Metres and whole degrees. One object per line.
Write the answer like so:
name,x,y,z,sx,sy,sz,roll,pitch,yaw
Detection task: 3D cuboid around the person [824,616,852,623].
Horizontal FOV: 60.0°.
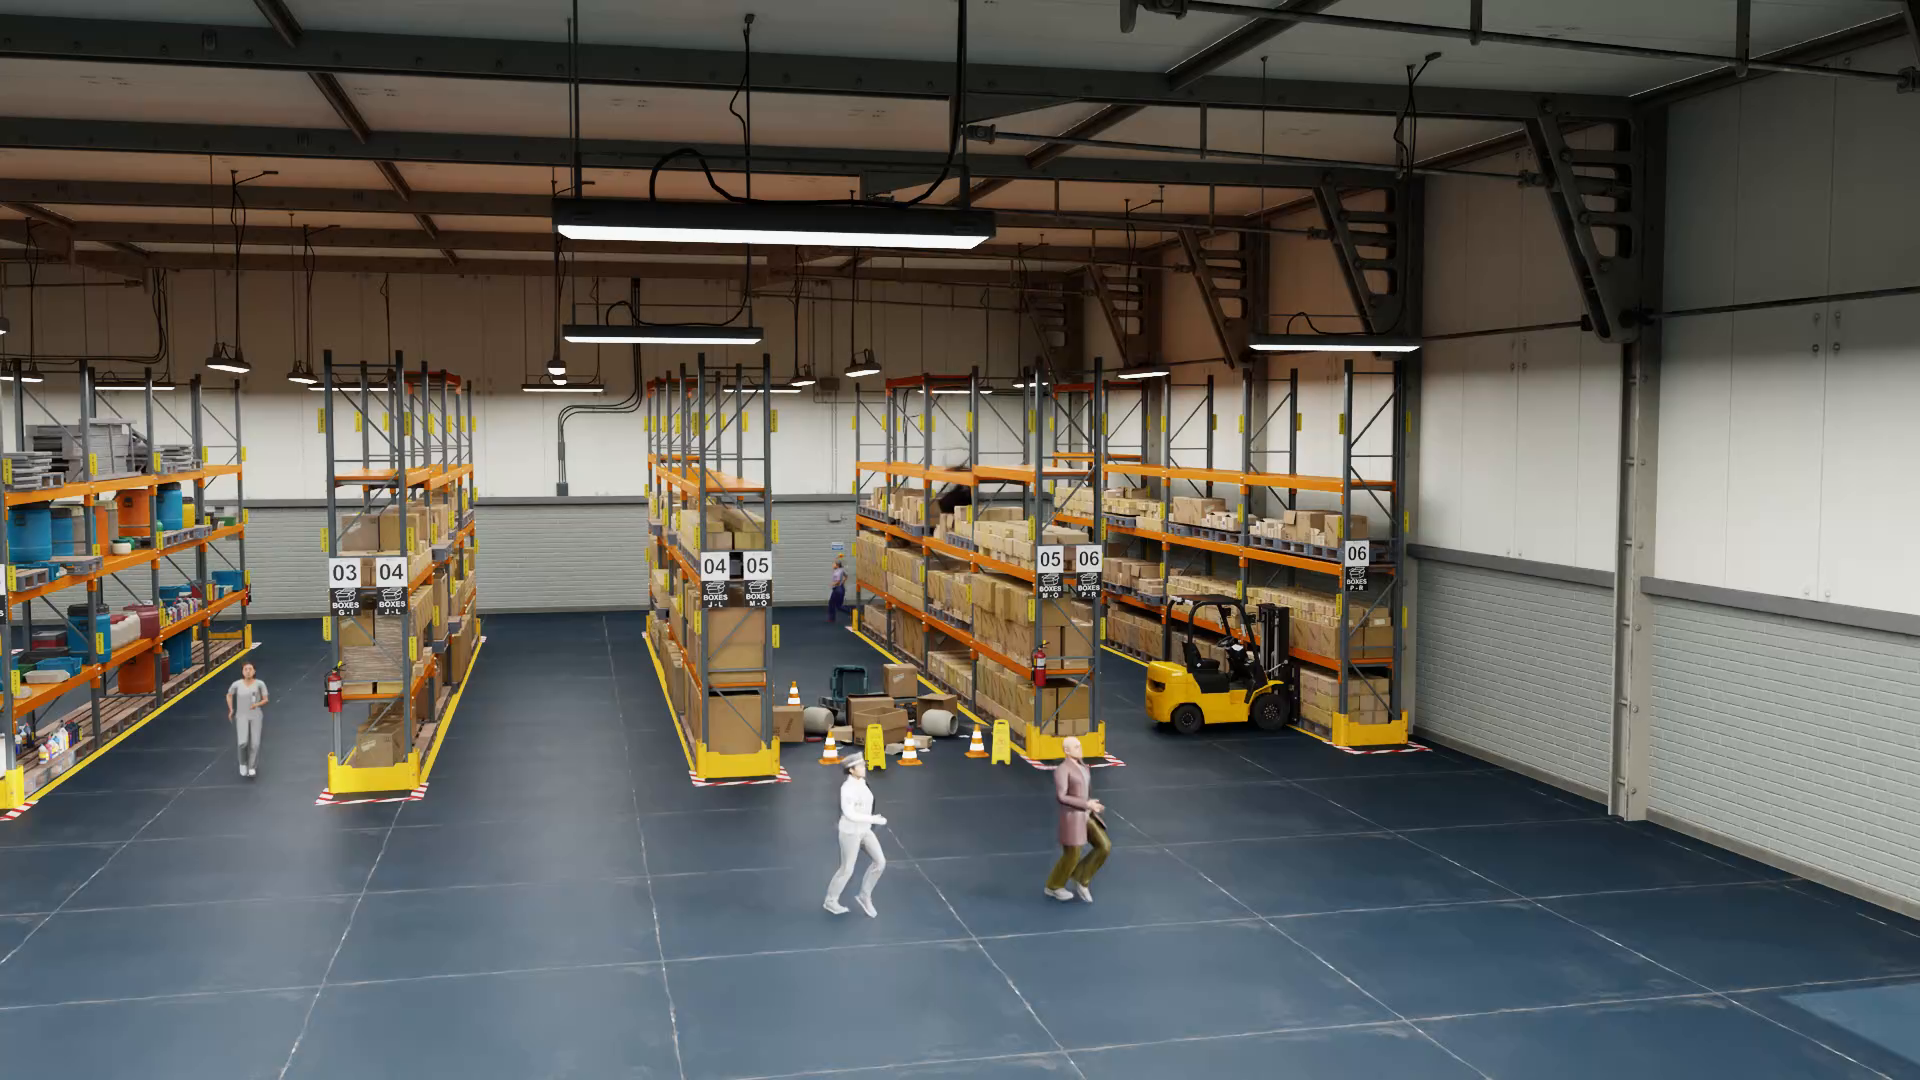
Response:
person,-3.009,1.924,41.801,0.869,0.362,0.287,0,4,5

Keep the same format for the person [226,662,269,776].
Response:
person,-10.053,2.535,23.485,0.546,1.635,0.609,-2,4,-24

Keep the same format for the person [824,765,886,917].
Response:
person,-1.077,3.008,16.883,0.622,1.681,0.618,2,4,22

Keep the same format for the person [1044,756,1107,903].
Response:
person,1.194,3.027,17.428,0.667,1.566,0.719,3,5,33
